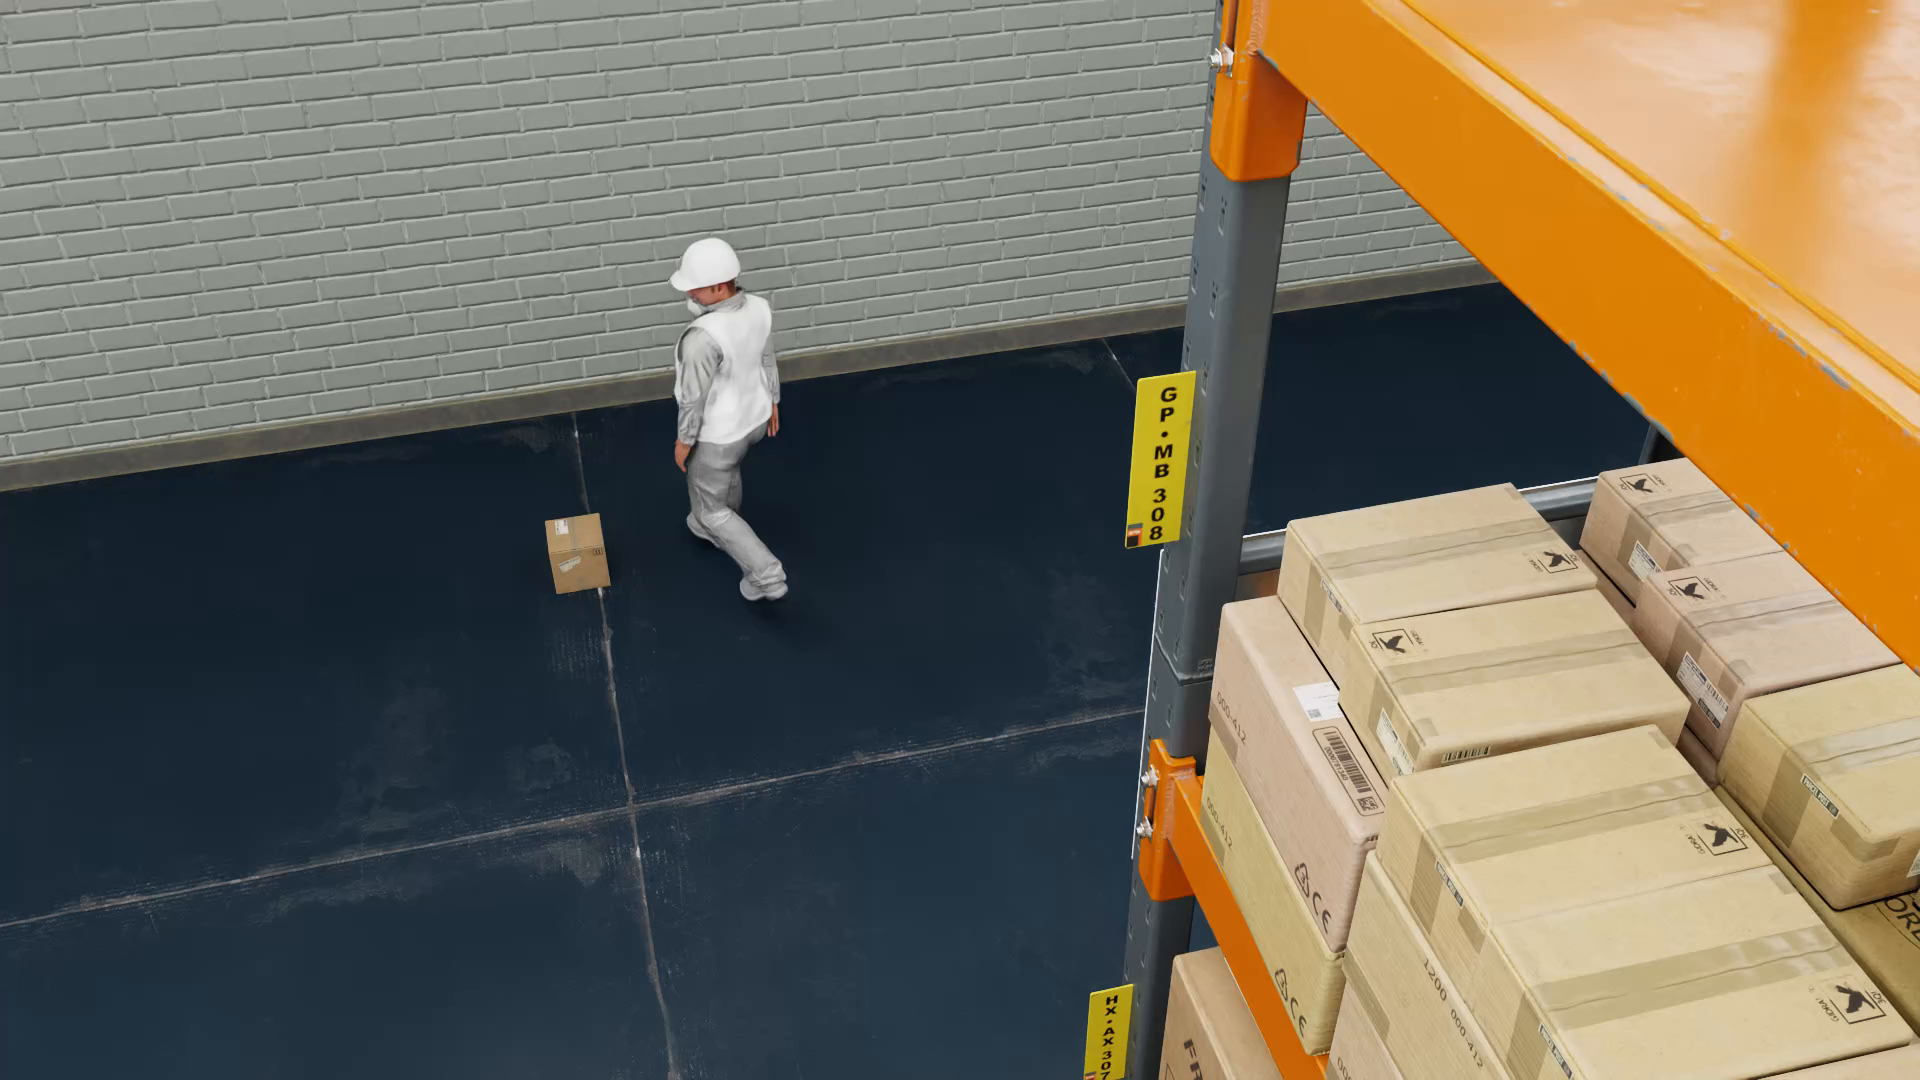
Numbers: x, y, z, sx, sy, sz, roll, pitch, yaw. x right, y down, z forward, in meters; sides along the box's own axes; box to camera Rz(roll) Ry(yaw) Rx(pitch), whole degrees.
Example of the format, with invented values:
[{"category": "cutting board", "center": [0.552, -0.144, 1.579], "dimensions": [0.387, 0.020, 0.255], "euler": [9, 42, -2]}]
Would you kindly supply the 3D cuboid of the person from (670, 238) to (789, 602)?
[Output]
[{"category": "person", "center": [-1.042, -0.534, 7.330], "dimensions": [0.855, 1.751, 0.567], "euler": [22, 43, 25]}]
